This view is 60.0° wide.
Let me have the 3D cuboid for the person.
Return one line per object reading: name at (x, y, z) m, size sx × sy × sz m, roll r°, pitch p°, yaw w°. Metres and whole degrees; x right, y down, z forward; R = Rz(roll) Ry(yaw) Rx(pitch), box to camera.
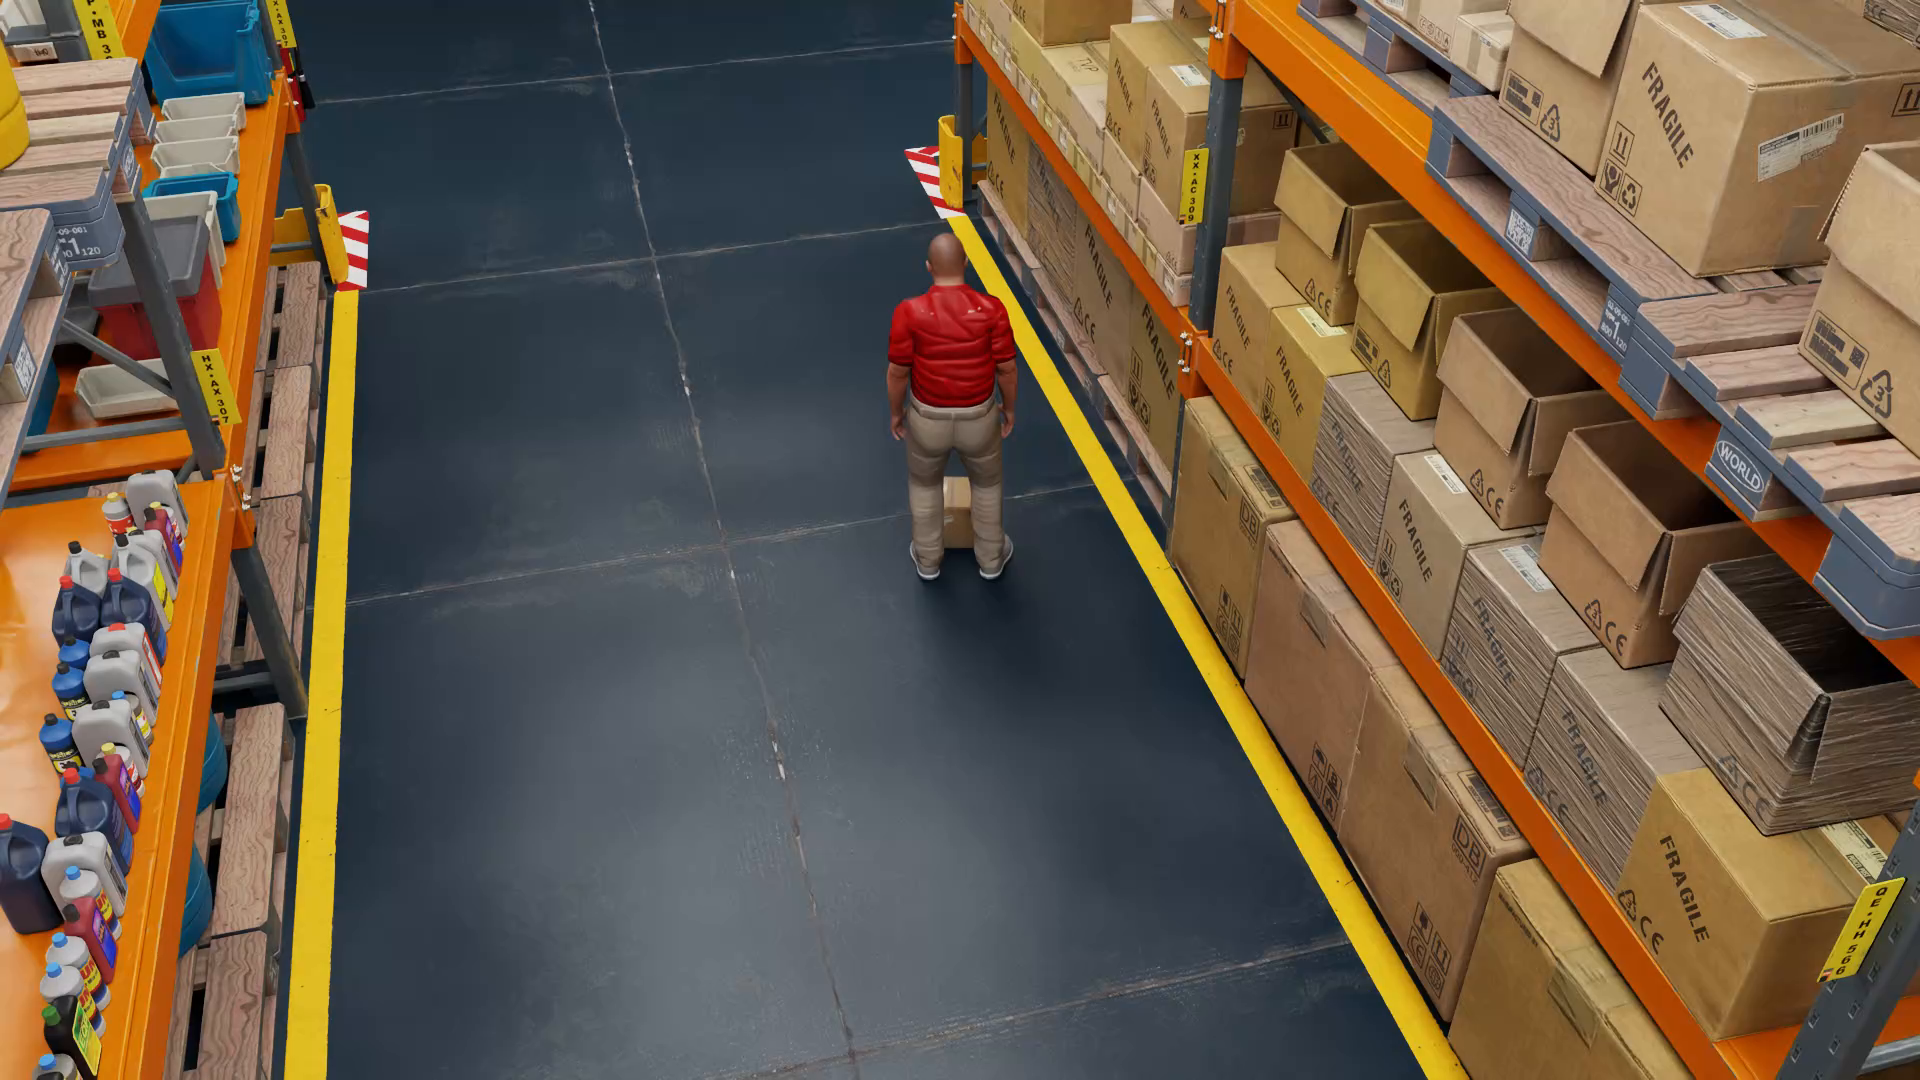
person at (-0.032, -0.561, 7.445) m, size 0.582 × 1.726 × 0.397 m, roll -1°, pitch 38°, yaw -1°
